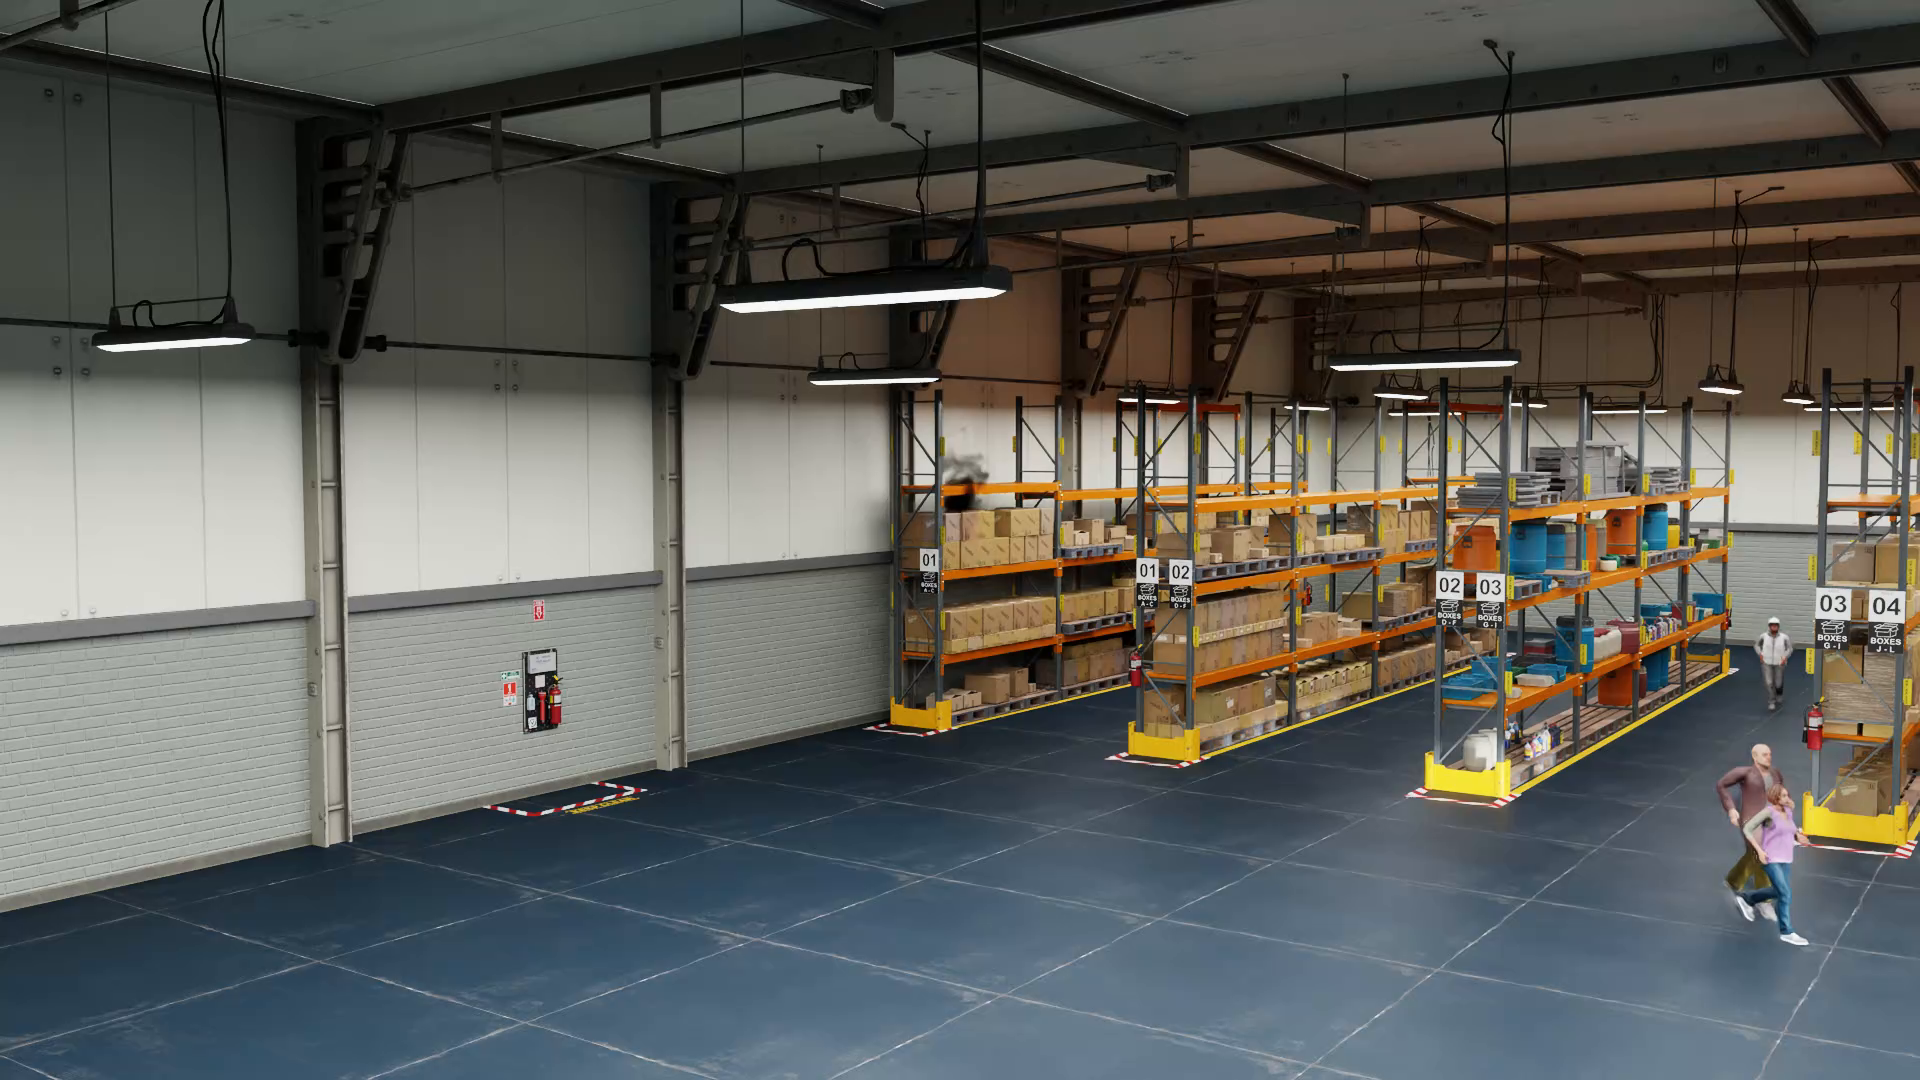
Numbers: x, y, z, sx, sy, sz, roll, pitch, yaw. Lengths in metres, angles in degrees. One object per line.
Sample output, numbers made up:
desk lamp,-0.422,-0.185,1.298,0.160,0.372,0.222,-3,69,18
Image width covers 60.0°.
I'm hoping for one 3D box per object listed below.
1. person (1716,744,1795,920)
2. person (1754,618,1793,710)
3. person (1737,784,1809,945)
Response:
person,8.611,3.132,17.959,0.688,1.794,0.838,-1,3,-22
person,15.532,2.349,31.771,0.674,1.745,0.624,2,4,28
person,8.237,3.248,16.884,0.538,1.575,0.804,-2,4,-28
